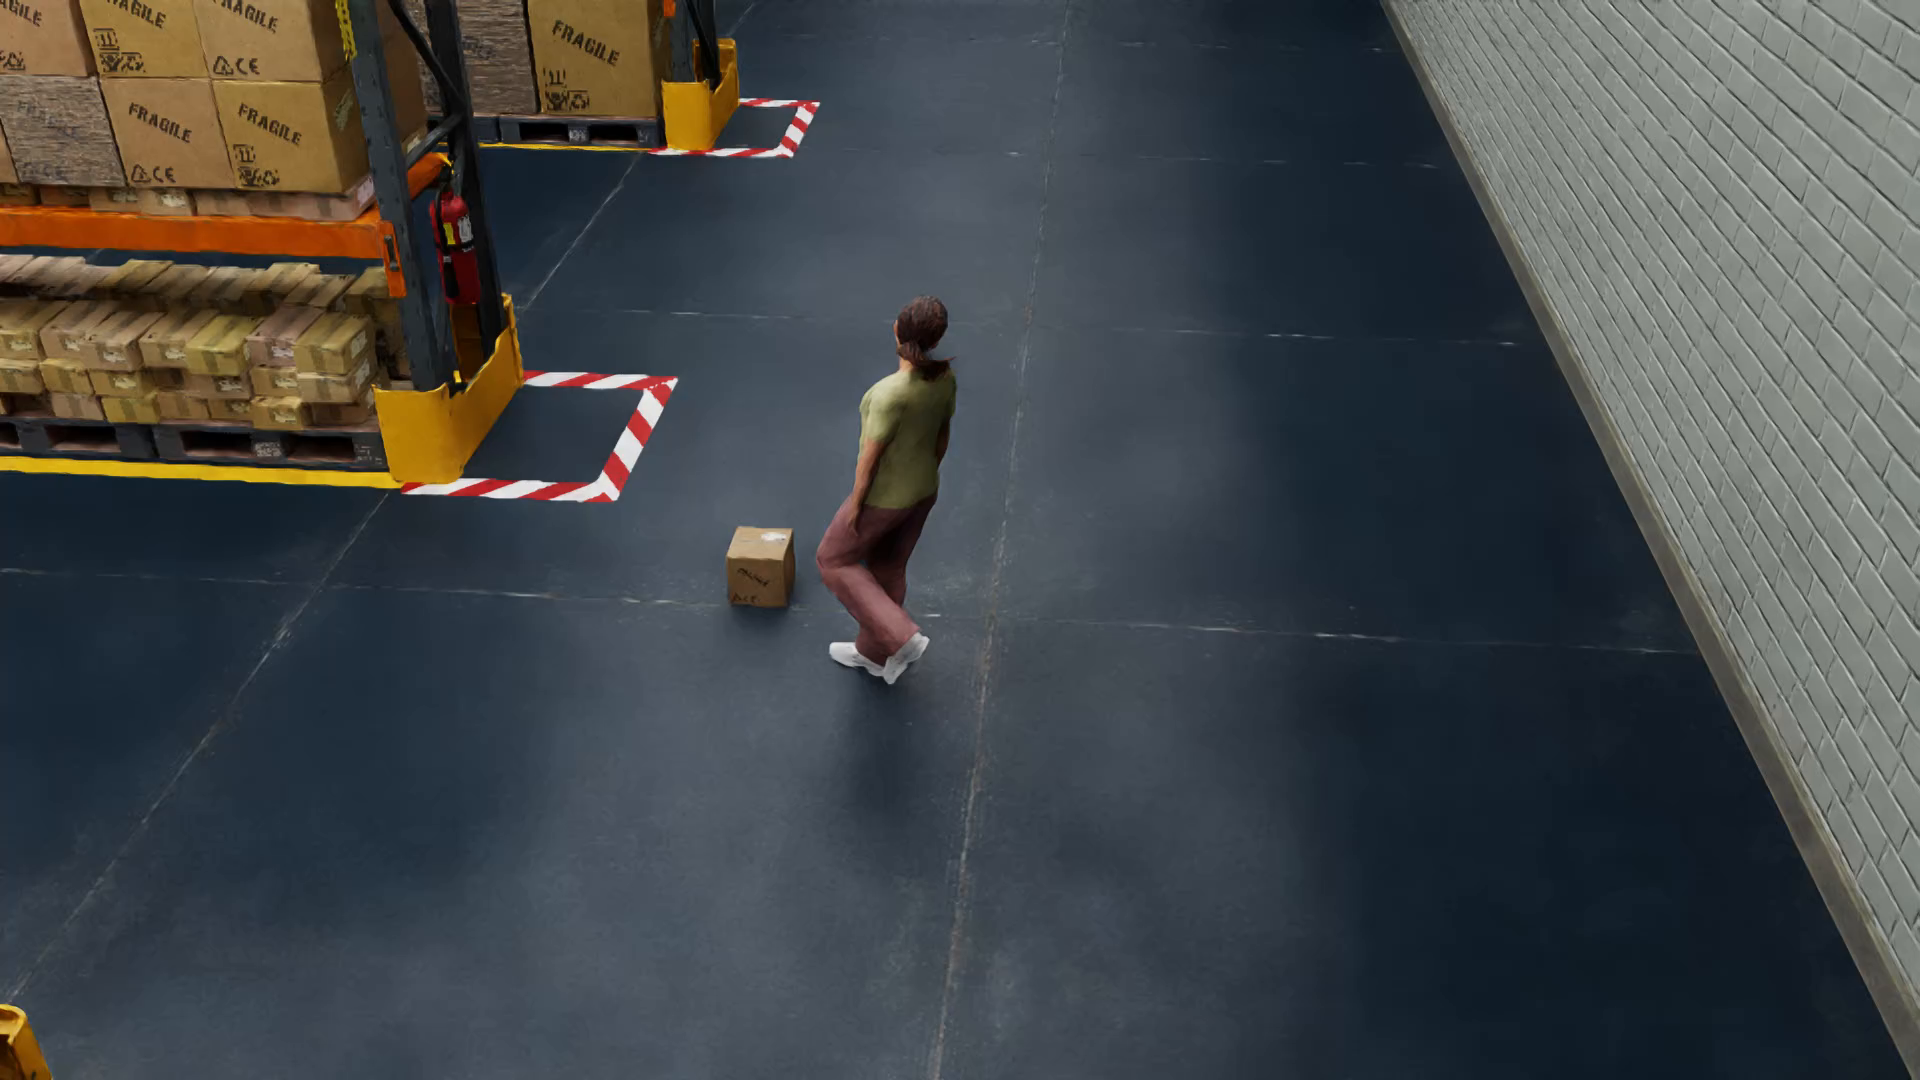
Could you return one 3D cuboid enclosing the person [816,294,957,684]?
[{"bbox_3d":[-0.258,-0.074,6.502,0.555,1.406,0.497,23,39,32],"label":"person"}]
